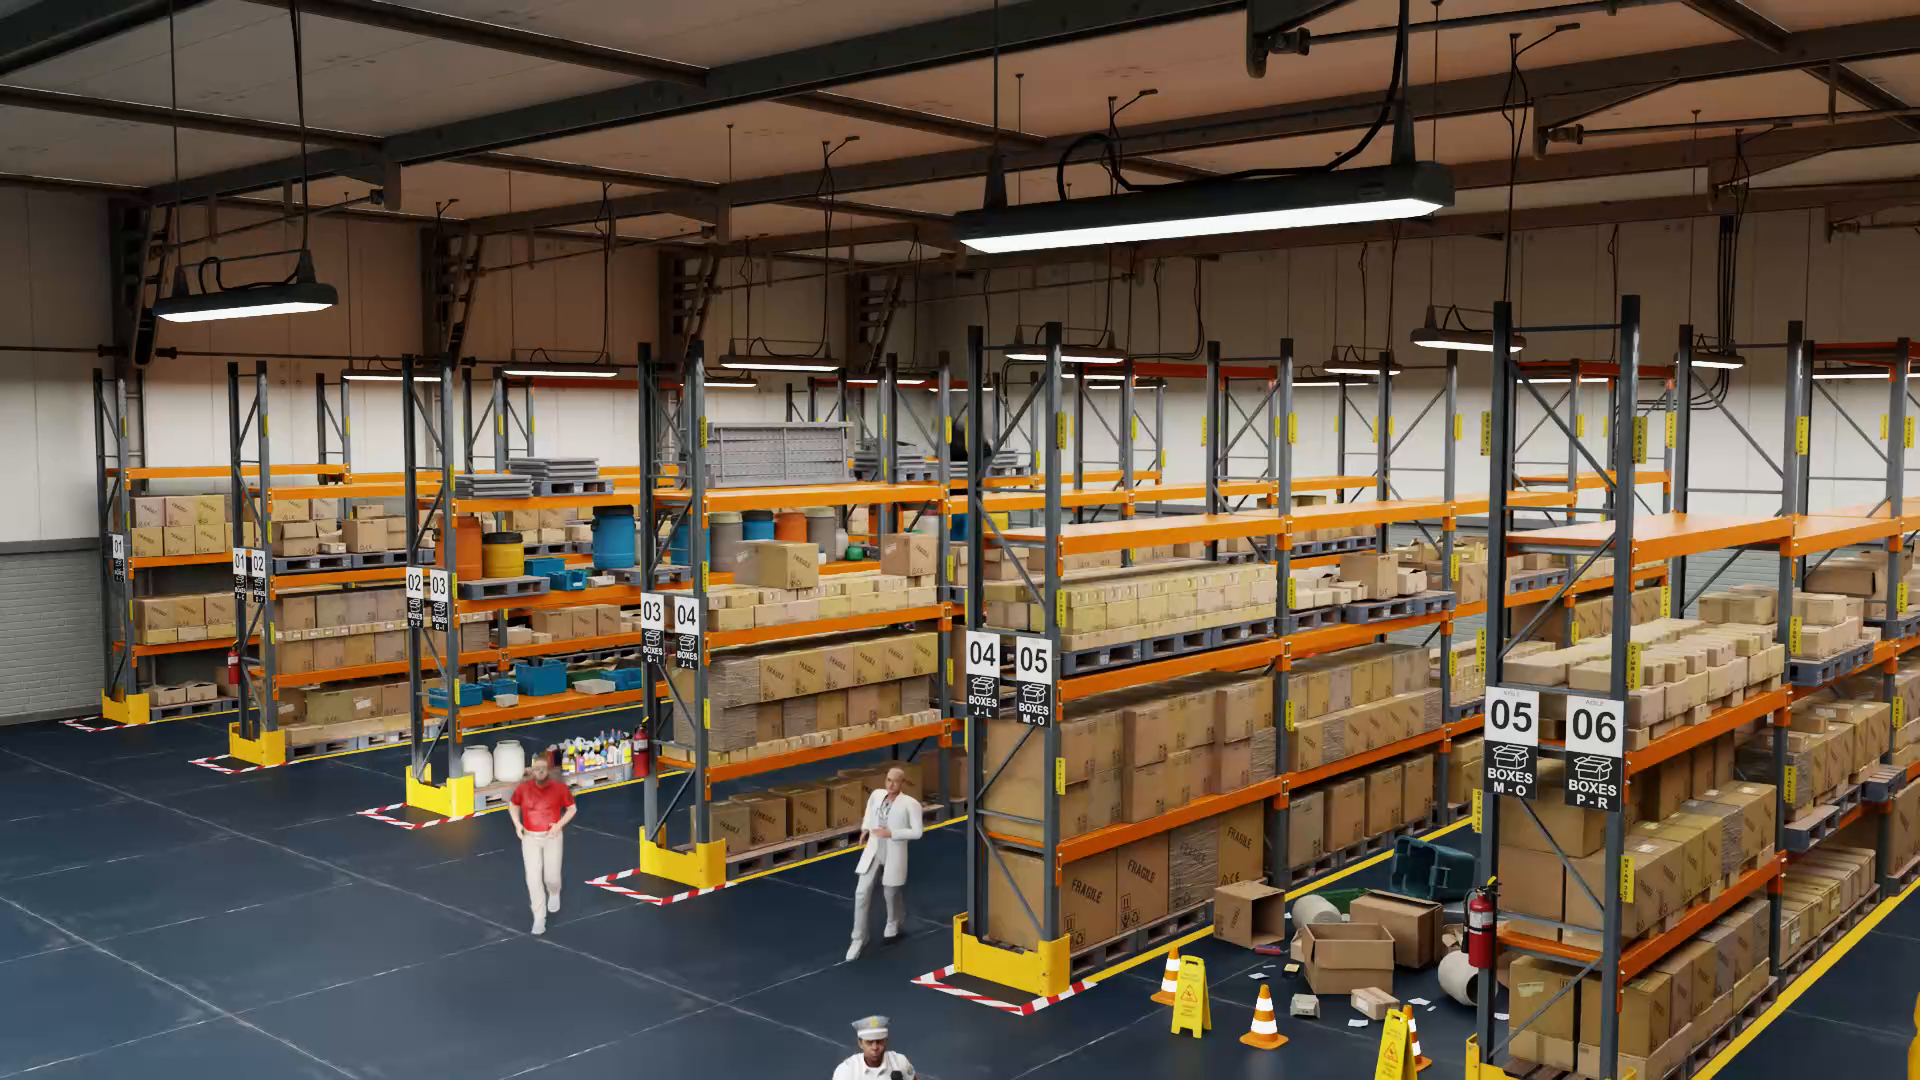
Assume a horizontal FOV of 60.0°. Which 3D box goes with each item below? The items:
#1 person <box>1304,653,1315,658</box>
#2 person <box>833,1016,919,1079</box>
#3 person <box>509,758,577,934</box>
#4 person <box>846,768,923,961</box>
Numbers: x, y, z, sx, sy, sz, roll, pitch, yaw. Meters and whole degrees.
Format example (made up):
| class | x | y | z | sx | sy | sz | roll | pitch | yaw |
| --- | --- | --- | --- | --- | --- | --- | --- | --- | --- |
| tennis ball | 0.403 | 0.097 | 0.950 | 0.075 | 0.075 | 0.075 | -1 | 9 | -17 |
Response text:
| class | x | y | z | sx | sy | sz | roll | pitch | yaw |
| --- | --- | --- | --- | --- | --- | --- | --- | --- | --- |
| person | 5.079 | 2.522 | 24.006 | 0.668 | 1.786 | 0.848 | 3 | 5 | 39 |
| person | -0.512 | 3.618 | 9.766 | 0.563 | 1.745 | 0.736 | 0 | 4 | -4 |
| person | -4.259 | 3.071 | 16.980 | 0.680 | 1.728 | 0.785 | -1 | 4 | -9 |
| person | -0.670 | 3.102 | 16.140 | 0.716 | 1.809 | 0.954 | 1 | 4 | 19 |
